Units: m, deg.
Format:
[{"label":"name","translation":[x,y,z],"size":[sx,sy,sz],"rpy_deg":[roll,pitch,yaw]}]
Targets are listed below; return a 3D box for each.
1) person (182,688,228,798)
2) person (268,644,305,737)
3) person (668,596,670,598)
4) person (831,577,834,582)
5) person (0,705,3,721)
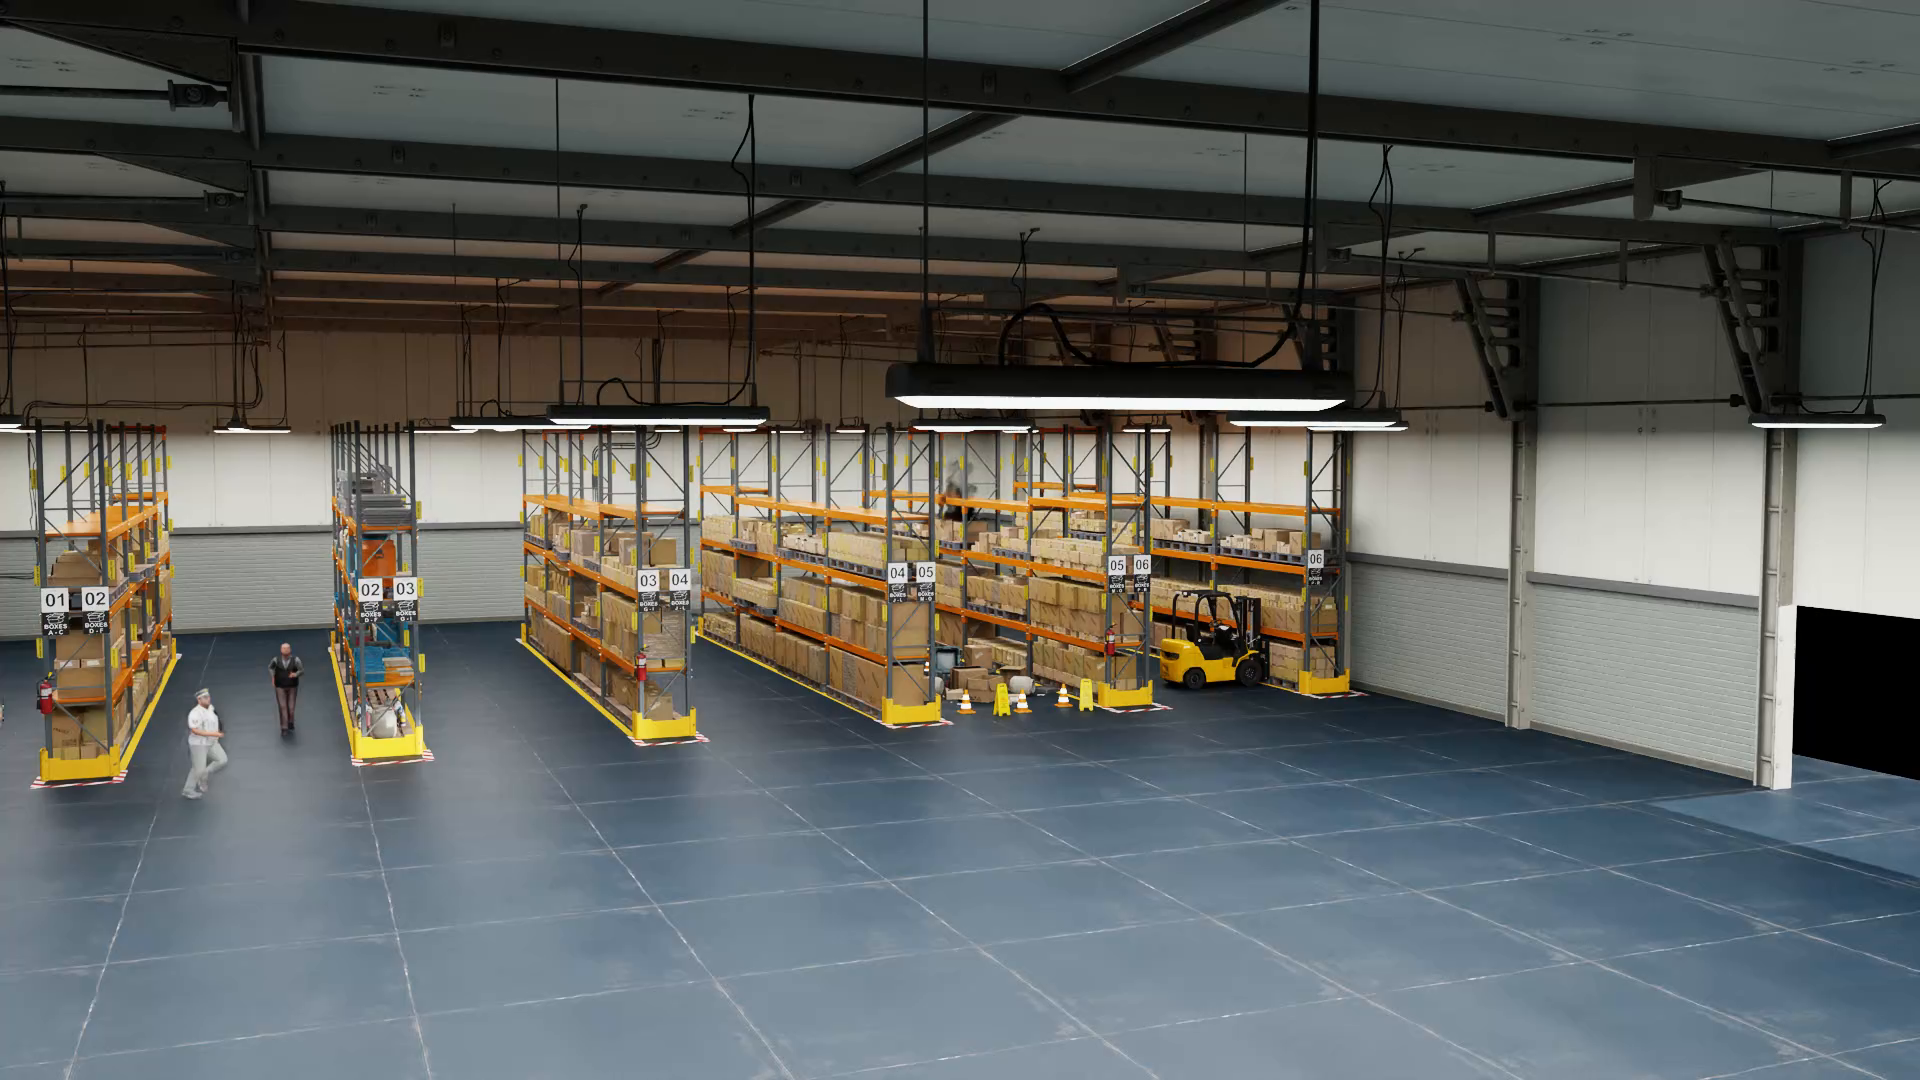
[{"label":"person","translation":[-11.931,3.198,26.335],"size":[0.767,1.737,0.684],"rpy_deg":[1,4,14]},{"label":"person","translation":[-12.943,2.861,31.969],"size":[0.654,1.753,0.788],"rpy_deg":[-2,4,-24]},{"label":"person","translation":[-8.305,1.889,48.739],"size":[0.717,1.609,0.700],"rpy_deg":[3,5,41]},{"label":"person","translation":[-3.985,1.746,50.946],"size":[0.561,1.624,0.622],"rpy_deg":[-1,4,-21]},{"label":"person","translation":[-15.827,3.157,26.849],"size":[0.676,1.804,0.895],"rpy_deg":[-2,4,-32]}]
